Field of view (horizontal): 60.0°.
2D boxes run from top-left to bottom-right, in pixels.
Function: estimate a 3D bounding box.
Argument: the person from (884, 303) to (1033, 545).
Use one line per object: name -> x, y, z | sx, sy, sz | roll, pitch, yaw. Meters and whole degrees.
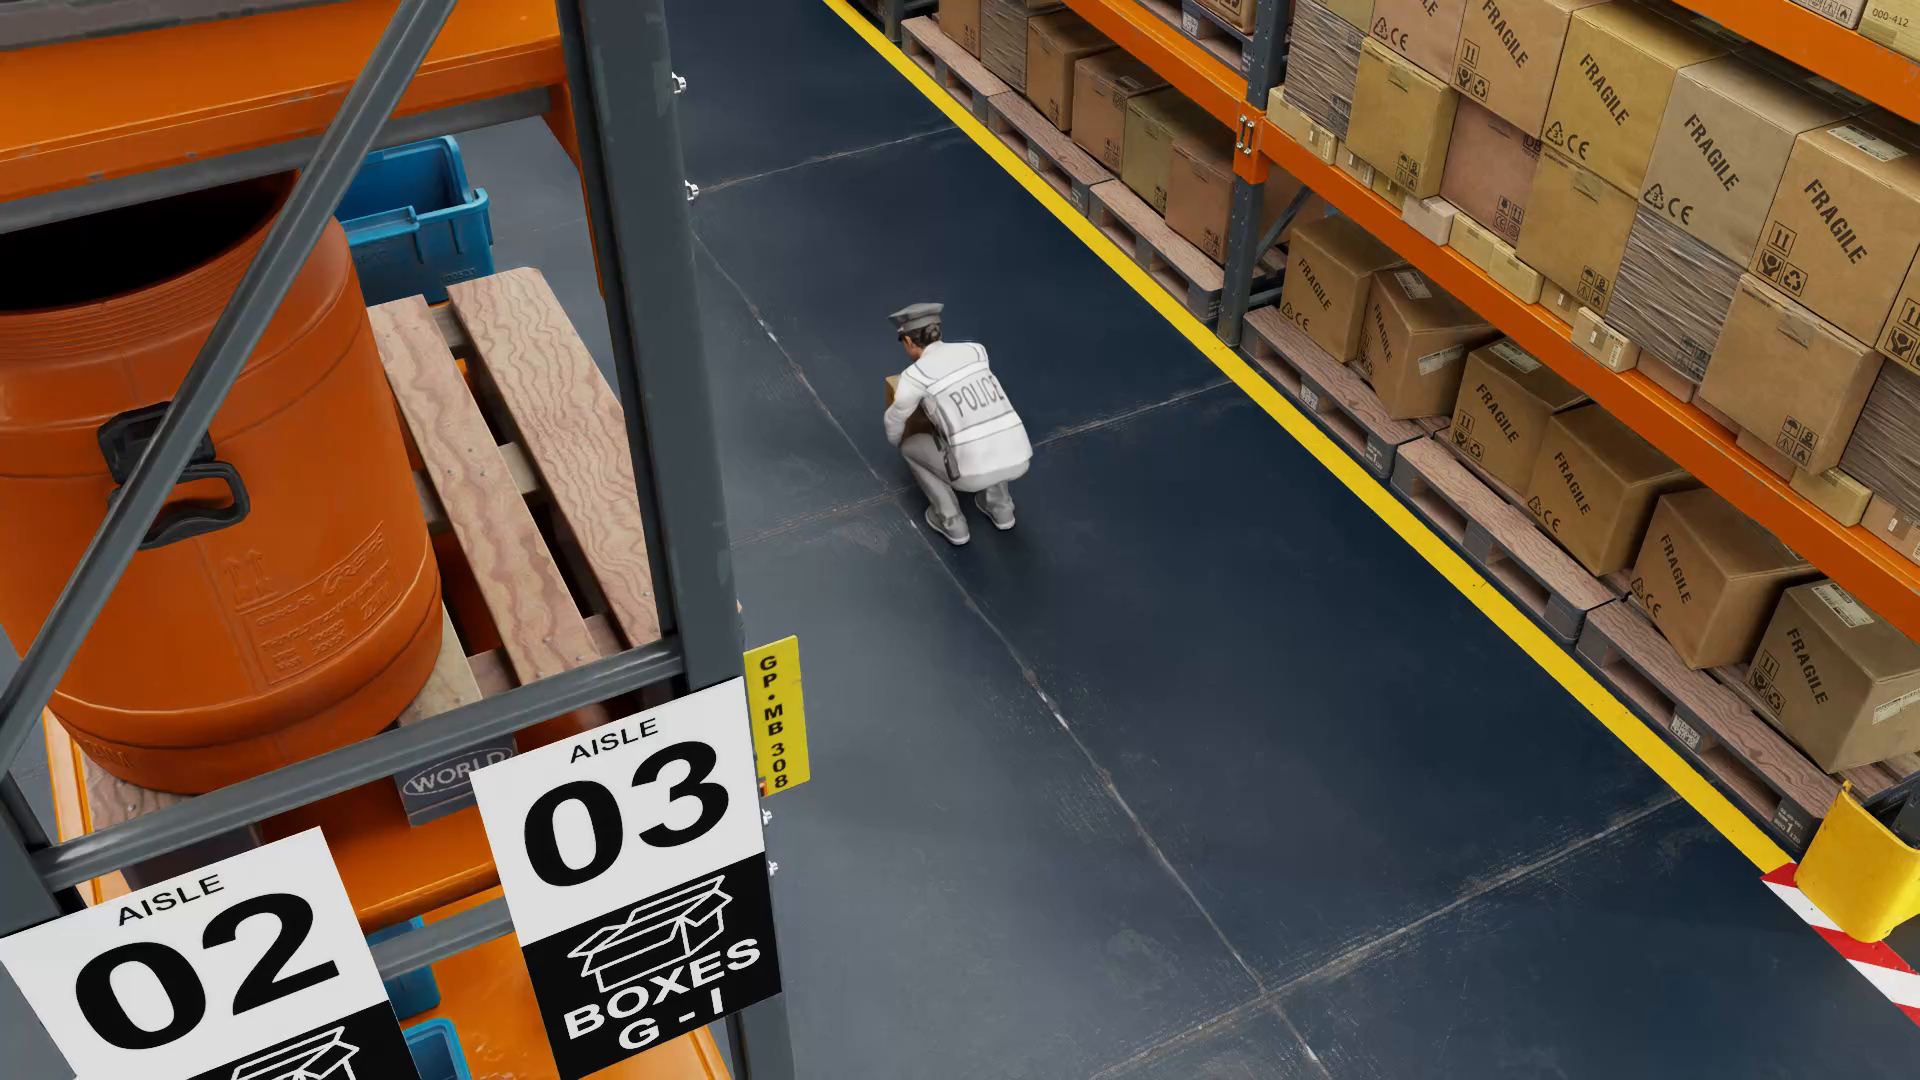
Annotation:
person -> -0.026, -0.514, 7.266 | 0.492, 0.975, 0.820 | -19, 45, -20
